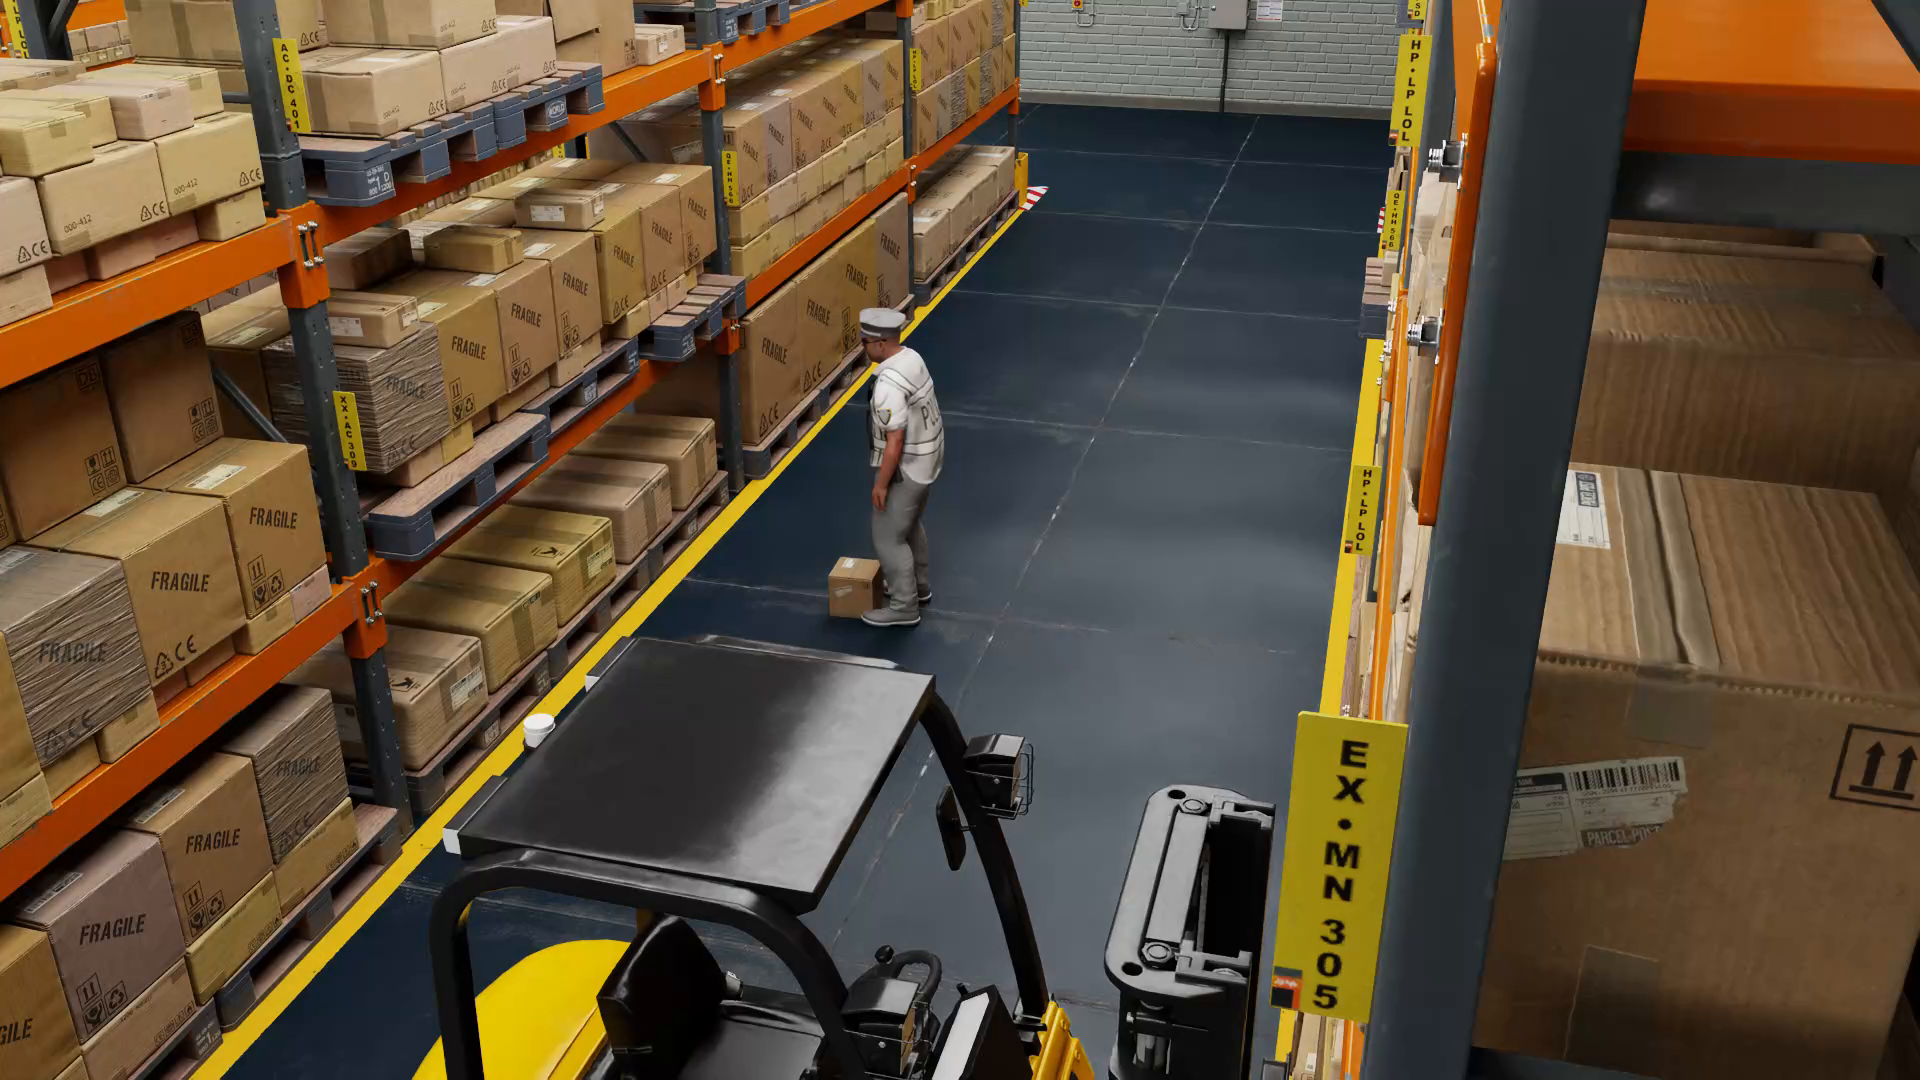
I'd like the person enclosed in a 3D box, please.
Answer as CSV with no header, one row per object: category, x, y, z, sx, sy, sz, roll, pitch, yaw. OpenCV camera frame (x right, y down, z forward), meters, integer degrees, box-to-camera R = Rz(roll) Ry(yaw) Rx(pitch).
person,-0.313,-0.385,8.920,0.435,1.748,0.593,6,26,12
